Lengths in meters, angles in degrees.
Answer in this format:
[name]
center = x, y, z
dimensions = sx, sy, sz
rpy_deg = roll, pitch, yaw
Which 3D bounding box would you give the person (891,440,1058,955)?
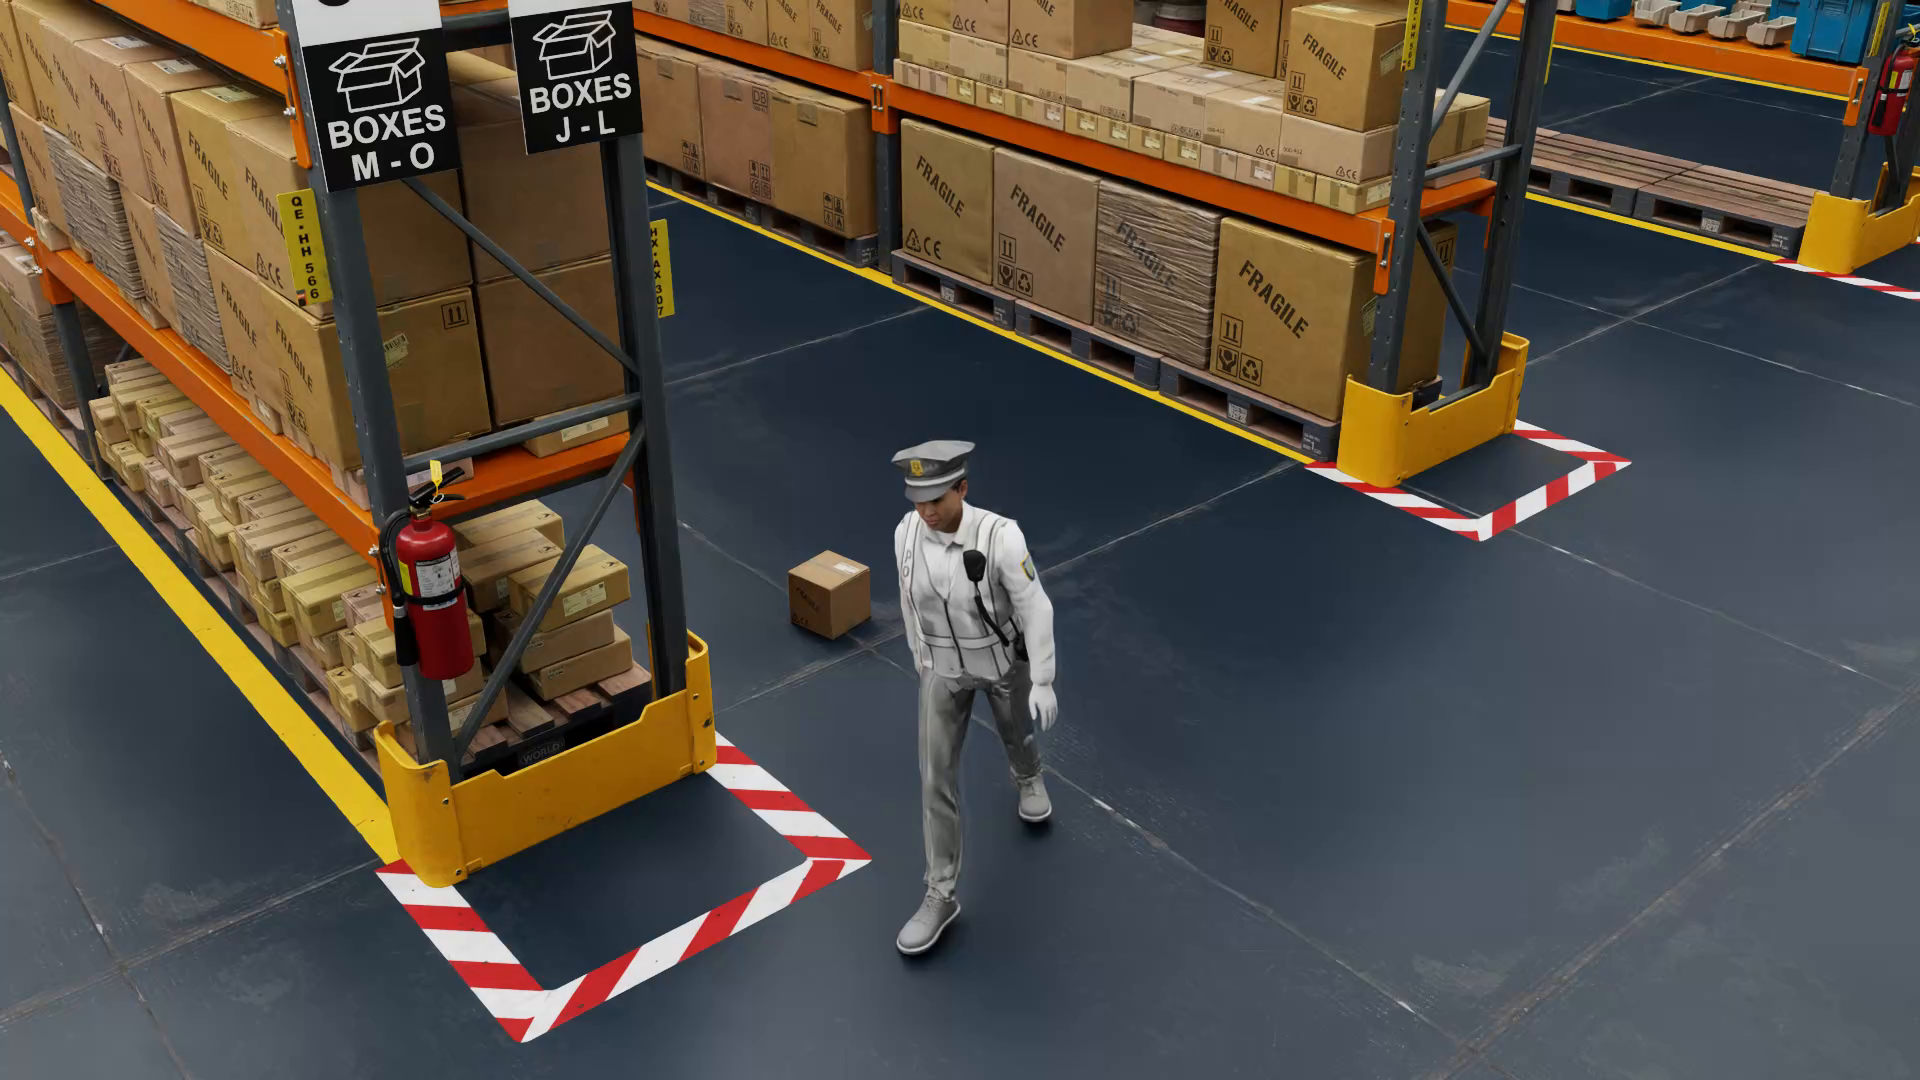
[person]
center = 0.055, 0.419, 5.350
dimensions = 0.548, 1.601, 0.987
rpy_deg = 4, 29, 8
